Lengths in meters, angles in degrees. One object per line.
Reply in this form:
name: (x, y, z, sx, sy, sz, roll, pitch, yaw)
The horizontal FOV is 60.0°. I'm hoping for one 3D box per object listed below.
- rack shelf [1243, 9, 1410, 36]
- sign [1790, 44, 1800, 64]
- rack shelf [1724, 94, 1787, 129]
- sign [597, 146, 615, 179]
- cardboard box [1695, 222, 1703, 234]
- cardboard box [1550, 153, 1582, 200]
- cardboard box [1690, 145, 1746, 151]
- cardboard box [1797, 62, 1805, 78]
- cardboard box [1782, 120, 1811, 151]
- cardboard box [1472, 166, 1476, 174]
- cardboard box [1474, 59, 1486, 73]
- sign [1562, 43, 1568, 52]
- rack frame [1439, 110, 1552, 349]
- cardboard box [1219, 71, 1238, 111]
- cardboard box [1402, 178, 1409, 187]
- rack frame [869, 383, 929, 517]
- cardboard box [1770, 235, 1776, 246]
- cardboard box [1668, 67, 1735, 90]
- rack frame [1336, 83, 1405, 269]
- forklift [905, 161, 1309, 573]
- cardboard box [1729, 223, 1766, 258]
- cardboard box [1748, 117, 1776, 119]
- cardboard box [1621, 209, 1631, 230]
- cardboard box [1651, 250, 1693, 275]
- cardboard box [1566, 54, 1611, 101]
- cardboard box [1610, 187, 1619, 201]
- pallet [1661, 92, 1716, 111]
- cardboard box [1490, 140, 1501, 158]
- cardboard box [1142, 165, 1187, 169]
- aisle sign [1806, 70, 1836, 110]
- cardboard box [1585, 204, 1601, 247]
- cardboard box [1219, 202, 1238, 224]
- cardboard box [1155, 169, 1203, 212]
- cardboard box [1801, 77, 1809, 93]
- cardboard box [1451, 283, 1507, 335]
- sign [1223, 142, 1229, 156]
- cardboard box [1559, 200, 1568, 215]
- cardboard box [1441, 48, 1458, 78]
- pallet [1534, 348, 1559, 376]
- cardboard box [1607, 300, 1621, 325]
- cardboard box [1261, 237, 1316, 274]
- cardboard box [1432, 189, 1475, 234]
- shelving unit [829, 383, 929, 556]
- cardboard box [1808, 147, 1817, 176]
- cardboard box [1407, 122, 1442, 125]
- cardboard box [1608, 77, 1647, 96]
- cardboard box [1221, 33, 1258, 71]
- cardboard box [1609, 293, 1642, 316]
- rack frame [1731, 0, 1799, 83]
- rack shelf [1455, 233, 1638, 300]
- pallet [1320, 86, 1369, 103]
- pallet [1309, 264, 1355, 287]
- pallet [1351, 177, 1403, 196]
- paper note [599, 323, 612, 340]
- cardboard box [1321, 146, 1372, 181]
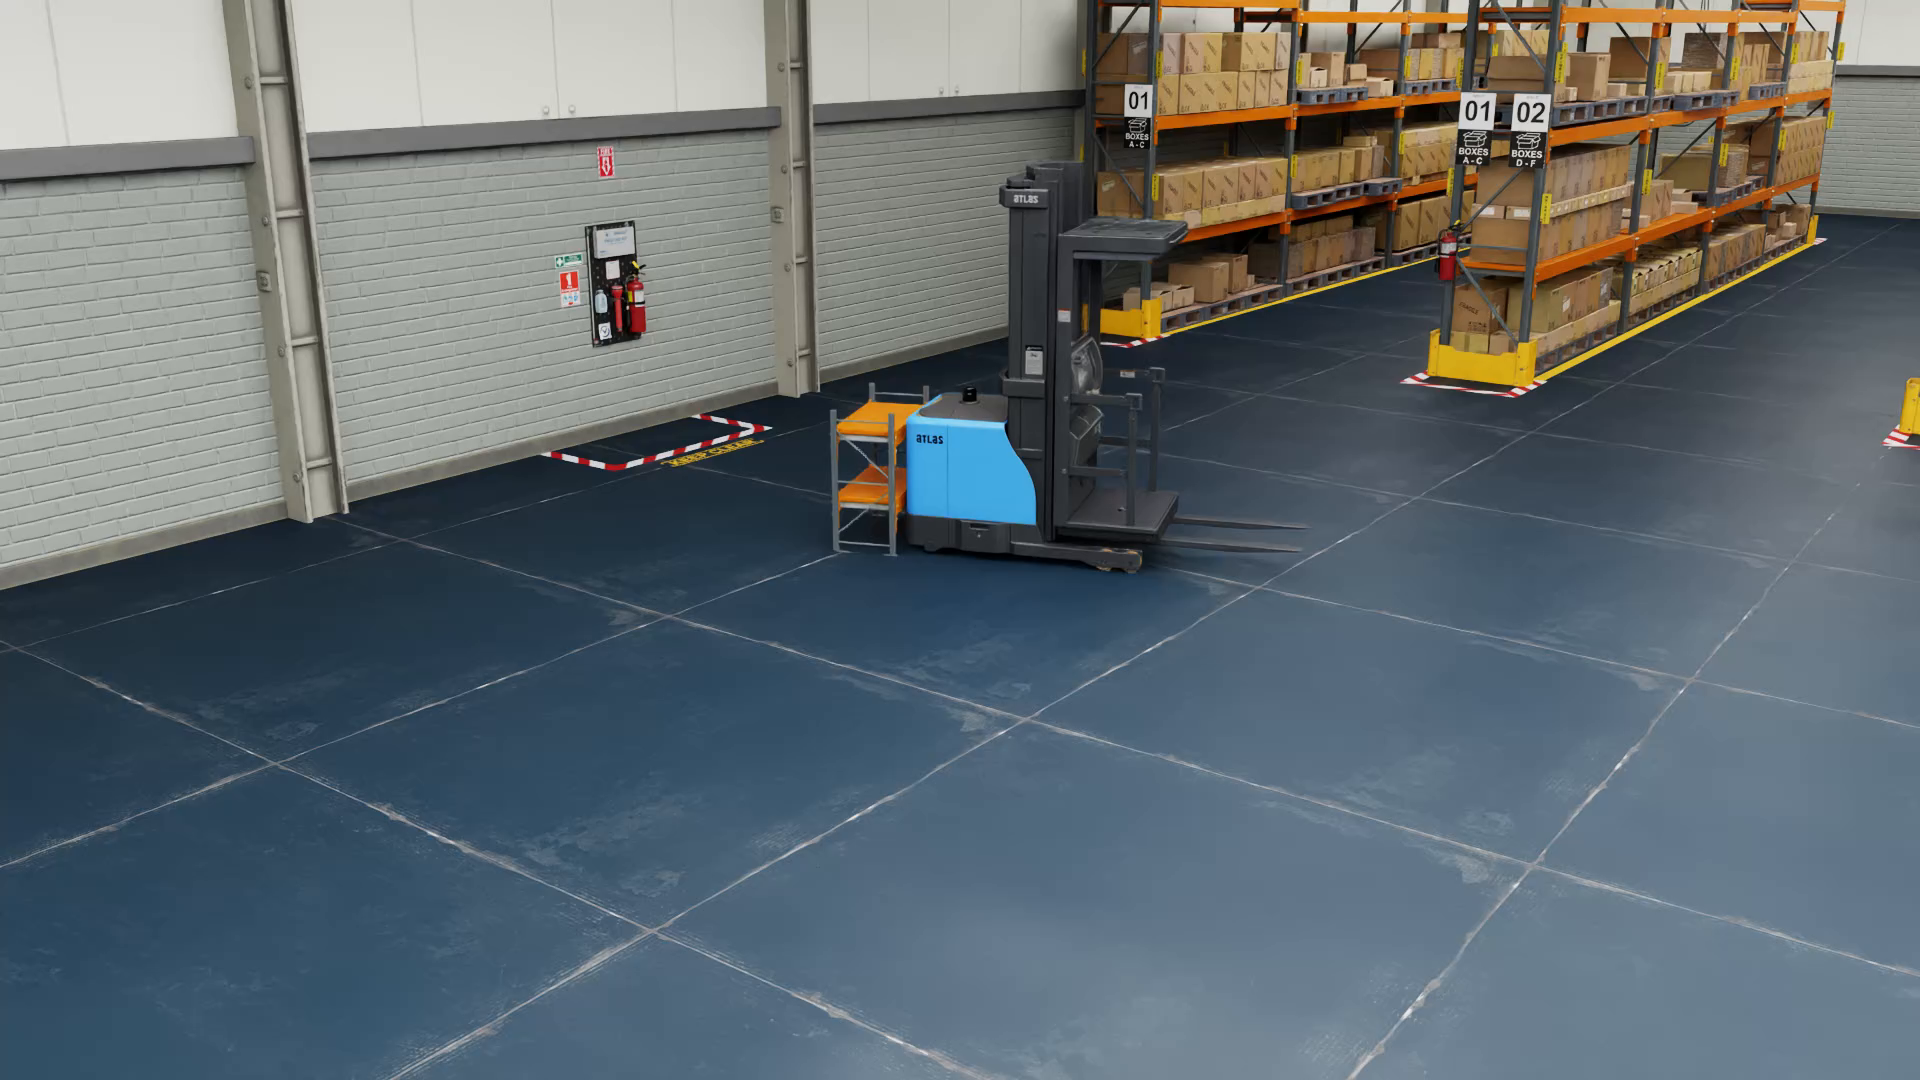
rack shelf: (5.627, -7.942, 25.532, 1.077, 0.370, 4.000, 12, 21, 35)
sign: (13.630, -7.936, 27.149, 0.100, 0.325, 0.005, 12, 21, 35)
rack shelf: (11.991, -6.779, 26.170, 1.077, 0.370, 4.000, 12, 21, 35)
sign: (-3.389, -3.614, 15.914, 0.001, 0.298, 0.199, 12, 21, 35)
cardboard box: (11.804, -5.111, 26.852, 0.500, 0.250, 0.500, 12, 21, 34)
cardboard box: (6.961, -4.343, 19.816, 0.700, 0.500, 0.500, 13, 21, 35)
cardboard box: (12.362, -6.166, 27.165, 0.500, 0.500, 0.700, -16, 23, -42)
cardboard box: (13.968, -7.957, 28.161, 0.500, 0.250, 0.500, 12, 21, 35)
cardboard box: (14.610, -7.122, 29.266, 0.500, 0.500, 0.500, 13, 22, 36)
cardboard box: (9.228, -6.800, 30.472, 0.380, 0.149, 0.250, 13, 21, 35)
cardboard box: (9.825, -8.768, 30.738, 0.500, 0.250, 0.500, 12, 21, 35)
sign: (12.013, -9.712, 33.042, 0.100, 0.325, 0.005, 12, 21, 35)
rack frame: (6.032, -3.308, 18.838, 1.000, 3.000, 0.127, 12, 21, 35)
cardboard box: (3.409, -6.085, 22.521, 0.500, 0.500, 0.500, 14, 22, 38)
cardboard box: (7.358, -6.073, 28.133, 0.380, 0.149, 0.250, 13, 21, 35)
rack frame: (-0.495, -0.726, 13.685, 0.500, 1.125, 0.032, 4, 18, 13)
cardboard box: (14.114, -5.293, 29.265, 0.380, 0.166, 0.250, 12, 21, 35)
cardboard box: (11.032, -6.803, 24.868, 0.910, 0.500, 0.500, 12, 21, 35)
rack frame: (6.818, -6.088, 27.790, 1.000, 3.000, 0.127, 12, 21, 35)
forklift: (1.147, -1.326, 12.573, 3.031, 2.935, 1.130, 5, 18, 15)
cardboard box: (13.118, -5.014, 27.806, 0.500, 0.500, 0.500, 12, 21, 34)
cardboard box: (14.482, -7.341, 29.970, 0.500, 0.500, 0.500, 13, 21, 35)
cardboard box: (8.674, -4.314, 22.331, 0.500, 0.250, 0.500, 14, 22, 38)
cardboard box: (10.380, -4.075, 24.292, 0.500, 0.311, 0.500, 12, 21, 34)
cardboard box: (7.241, -5.403, 19.413, 0.500, 0.500, 0.500, 12, 21, 35)
cardboard box: (8.123, -4.394, 21.074, 0.380, 0.149, 0.250, 12, 21, 33)
pallet: (9.802, -6.111, 23.126, 1.003, 0.211, 1.213, 14, 22, 37)
cardboard box: (9.538, -7.310, 31.220, 0.980, 0.700, 0.700, 13, 21, 36)
cardboard box: (2.774, -4.870, 22.824, 0.500, 0.500, 0.500, 12, 21, 33)
aisle sign: (15.852, -8.322, 30.602, 0.394, 0.787, 0.004, 12, 21, 35)
cardboard box: (7.545, -3.956, 20.756, 0.700, 0.500, 0.500, 13, 21, 35)
cardboard box: (3.507, -4.547, 23.047, 0.500, 0.250, 0.500, 13, 21, 35)
cardboard box: (2.880, -4.655, 22.130, 0.500, 0.500, 0.500, 12, 21, 35)
cardboard box: (14.271, -7.836, 28.615, 0.500, 0.250, 0.500, 12, 21, 35)
cardboard box: (6.113, -2.734, 19.653, 0.500, 0.500, 0.500, 12, 21, 35)
sign: (3.987, -5.785, 24.863, 0.100, 0.325, 0.005, 12, 21, 35)
cardboard box: (6.896, -3.903, 19.492, 0.380, 0.149, 0.250, 12, 21, 34)
cardboard box: (8.310, -8.397, 29.256, 0.700, 0.500, 0.500, 12, 21, 34)
pallet: (6.454, -2.166, 19.862, 1.003, 0.211, 1.213, 12, 21, 35)
cardboard box: (8.315, -2.999, 21.771, 0.500, 0.250, 0.500, 12, 21, 35)
cardboard box: (5.128, -4.462, 26.026, 0.700, 0.500, 0.500, 12, 21, 34)
cardboard box: (8.919, -6.037, 30.542, 0.750, 0.750, 0.750, 13, 21, 35)
shelving unit: (-0.618, -0.580, 13.214, 0.538, 1.125, 1.048, 4, 18, 13)
cardboard box: (15.211, -6.888, 30.196, 0.500, 0.500, 0.500, 13, 21, 35)
cardboard box: (8.412, -7.409, 30.075, 0.500, 0.250, 0.500, 13, 21, 35)
cardboard box: (8.790, -5.967, 21.888, 0.500, 0.250, 0.500, 15, 23, 40)
cardboard box: (3.733, -6.677, 22.739, 0.500, 0.500, 0.500, 12, 21, 33)
cardboard box: (8.855, -3.200, 22.420, 0.500, 0.250, 0.500, 12, 21, 33)
rack frame: (13.182, -9.031, 27.152, 1.000, 3.000, 0.127, 12, 21, 35)
rack shelf: (7.224, -3.441, 20.479, 1.077, 0.370, 4.000, 12, 21, 35)
pallet: (5.504, -6.854, 25.515, 1.213, 0.211, 1.003, 12, 21, 35)
pallet: (5.624, -4.281, 26.673, 1.003, 0.211, 1.213, 12, 21, 35)
pallet: (6.479, -5.808, 27.211, 1.213, 0.211, 1.003, 12, 21, 35)
paper note: (-3.465, -2.040, 16.242, 0.016, 0.148, 0.142, 12, 21, 35)
cardboard box: (6.235, -6.094, 26.899, 0.700, 0.500, 0.500, 10, 20, 30)
